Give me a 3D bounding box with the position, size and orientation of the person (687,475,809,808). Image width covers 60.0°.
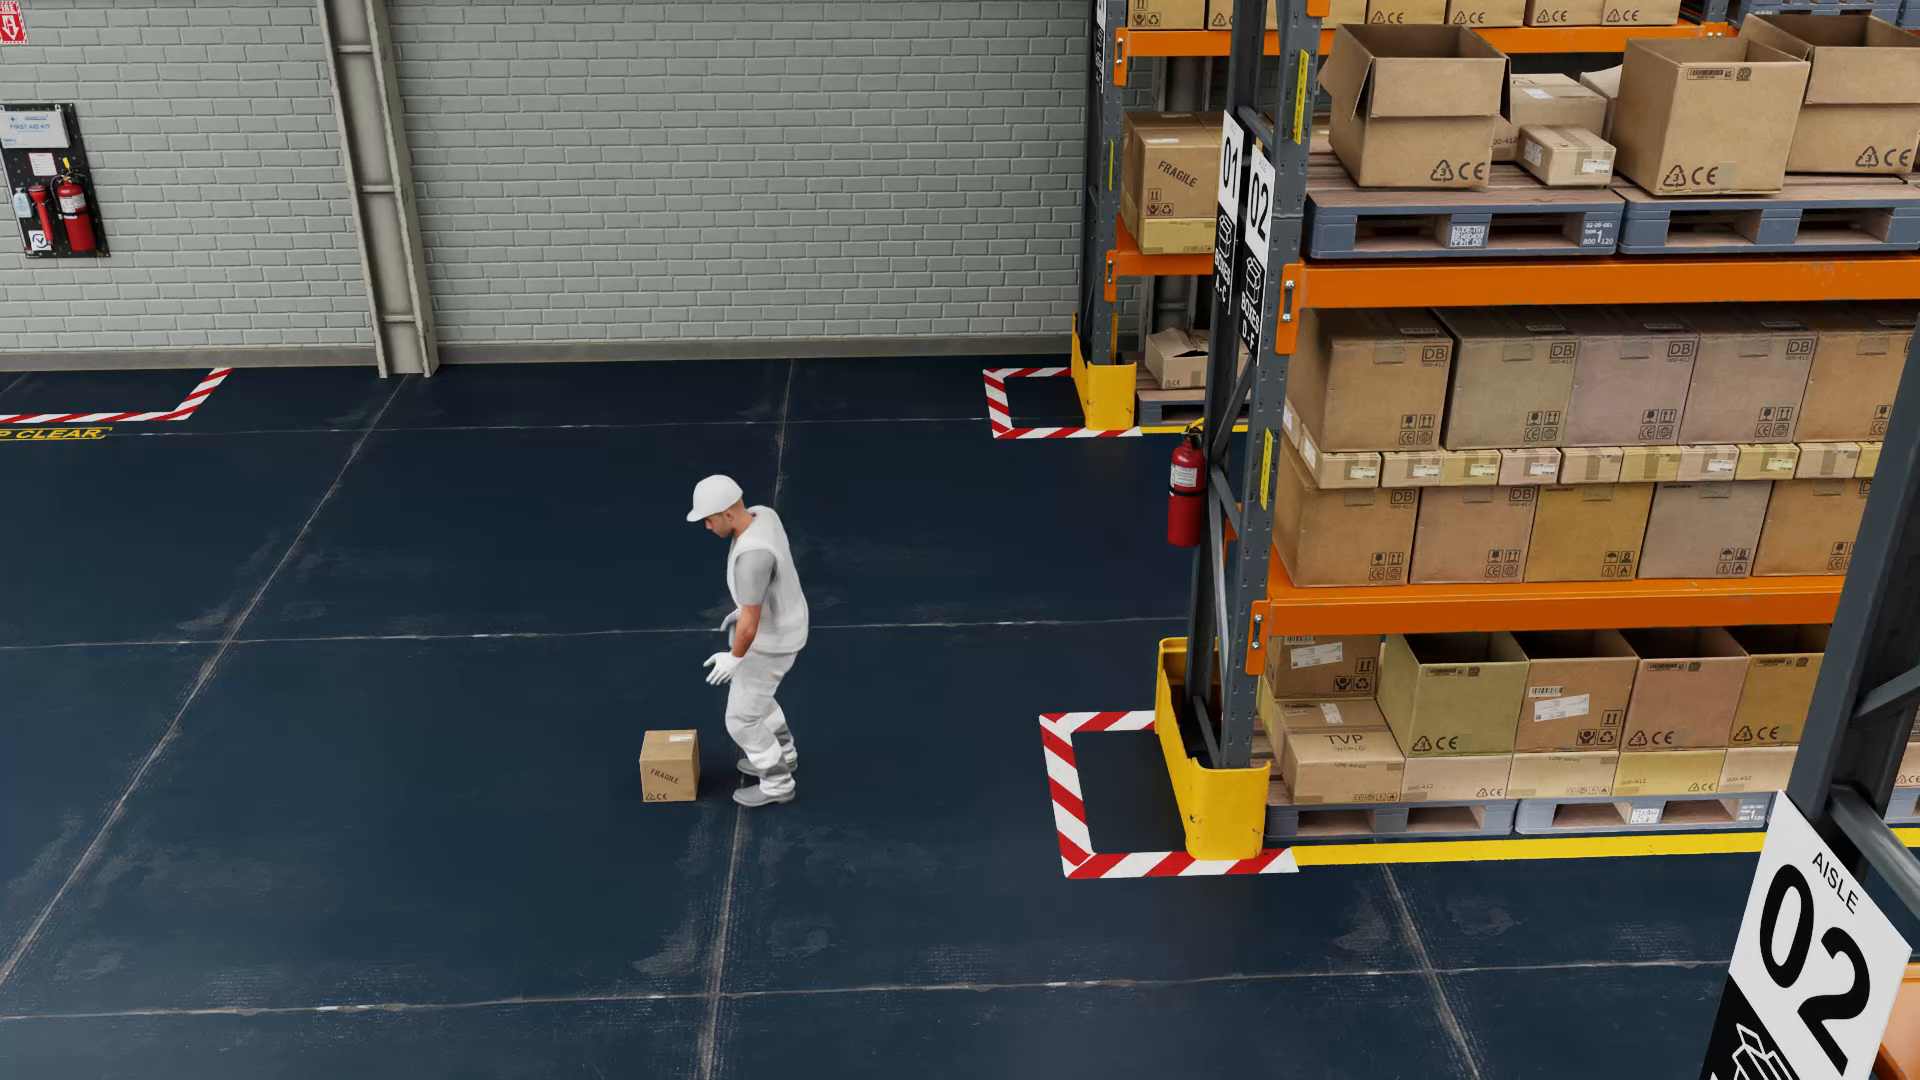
[{"bbox_3d":[-0.968,0.469,7.785,0.516,1.698,0.554,-1,27,-1],"label":"person"}]
